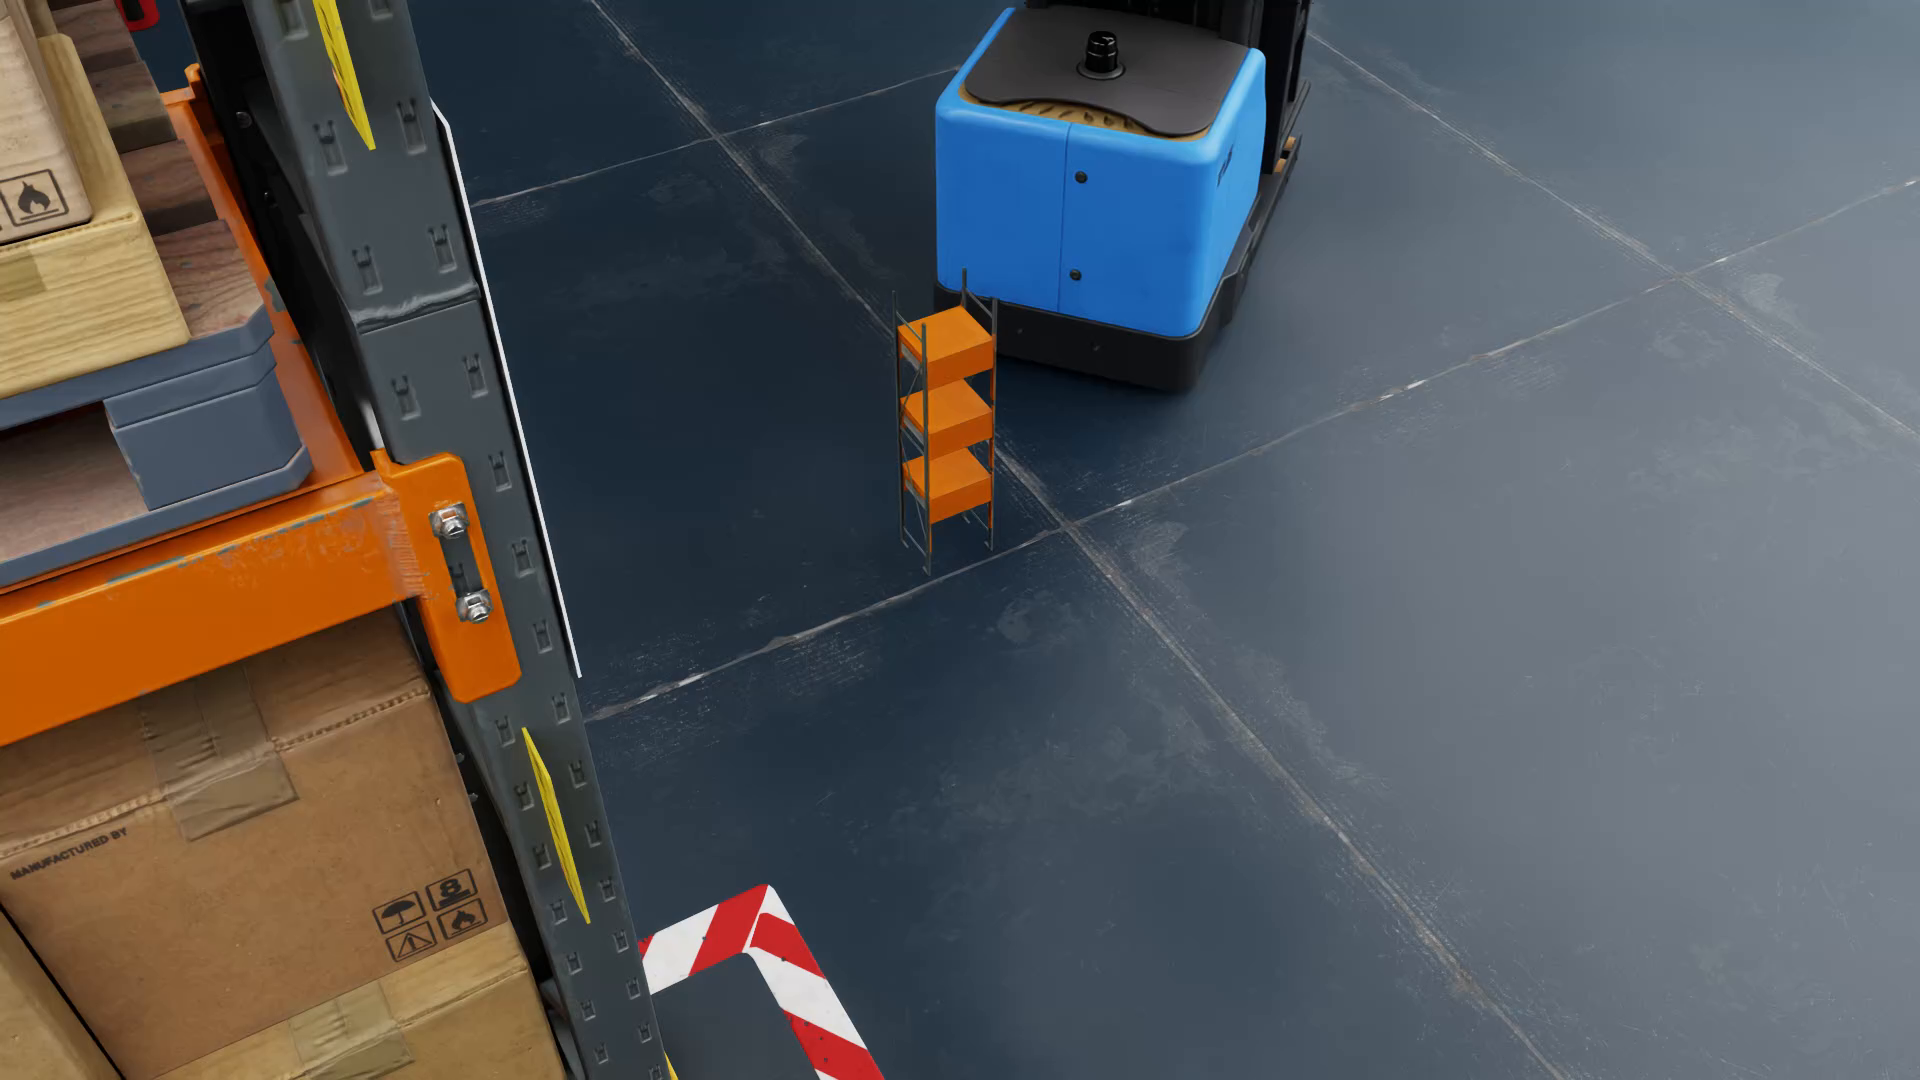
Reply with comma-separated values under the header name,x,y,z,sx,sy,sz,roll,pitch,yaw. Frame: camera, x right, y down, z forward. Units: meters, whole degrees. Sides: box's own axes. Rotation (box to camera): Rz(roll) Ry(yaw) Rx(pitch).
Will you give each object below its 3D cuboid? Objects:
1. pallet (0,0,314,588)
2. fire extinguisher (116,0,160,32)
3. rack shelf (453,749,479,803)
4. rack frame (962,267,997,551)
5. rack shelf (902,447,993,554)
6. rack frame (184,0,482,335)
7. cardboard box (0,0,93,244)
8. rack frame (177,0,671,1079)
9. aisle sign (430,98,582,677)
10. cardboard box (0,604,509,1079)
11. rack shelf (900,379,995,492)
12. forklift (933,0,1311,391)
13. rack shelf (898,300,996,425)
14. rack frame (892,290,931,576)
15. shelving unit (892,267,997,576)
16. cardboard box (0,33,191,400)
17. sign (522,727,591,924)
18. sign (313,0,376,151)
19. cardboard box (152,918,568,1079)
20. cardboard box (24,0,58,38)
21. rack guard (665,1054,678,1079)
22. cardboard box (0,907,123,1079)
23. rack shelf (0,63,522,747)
name,x,y,z,sx,sy,sz,roll,pitch,yaw
pallet,-1.430,-0.231,1.745,1.213,0.211,1.003,-22,48,-21
fire extinguisher,-3.017,-2.138,5.855,0.183,0.674,0.296,-22,48,-21
rack shelf,-2.526,1.502,2.566,4.000,0.370,1.077,-22,48,-21
rack frame,0.059,-0.401,5.409,0.008,1.050,0.200,-22,48,-21
rack shelf,-0.046,-0.151,5.566,0.240,0.259,0.215,-22,48,-21
rack frame,-0.792,-1.603,0.941,0.127,3.000,1.000,-22,48,-21
cardboard box,-1.077,-0.428,1.404,0.500,0.250,0.500,-21,48,-20
rack frame,-0.792,0.549,3.030,0.127,3.000,1.000,-22,48,-21
aisle sign,-0.581,-0.227,1.963,0.004,0.787,0.394,-22,48,-21
cardboard box,-1.133,0.213,2.493,0.550,0.550,0.875,-22,48,-21
rack shelf,-0.046,-0.351,5.373,0.240,0.259,0.215,-22,48,-21
forklift,0.881,-2.652,6.378,1.130,2.935,3.031,14,46,14
rack shelf,-0.046,-0.554,5.175,0.240,0.259,0.215,-22,48,-21
rack frame,-0.152,-0.316,5.322,0.008,1.050,0.200,-22,48,-21
shelving unit,-0.046,-0.358,5.365,0.252,1.050,0.215,-22,48,-21
cardboard box,-0.912,-0.303,1.562,0.250,0.149,0.380,-22,48,-21
sign,-0.534,0.381,2.202,0.005,0.325,0.100,-22,48,-21
sign,-0.534,-0.484,1.362,0.005,0.325,0.100,-22,48,-21
cardboard box,-1.091,0.652,2.817,0.550,0.550,0.875,-22,48,-21
cardboard box,-1.249,-0.698,1.969,0.250,0.149,0.380,-21,48,-21
rack guard,-0.771,1.438,3.909,0.348,0.500,1.175,-22,48,-21
cardboard box,-1.564,0.460,2.239,0.550,0.550,0.875,-22,48,-21
rack shelf,-2.526,0.425,1.521,4.000,0.370,1.077,-22,48,-21
